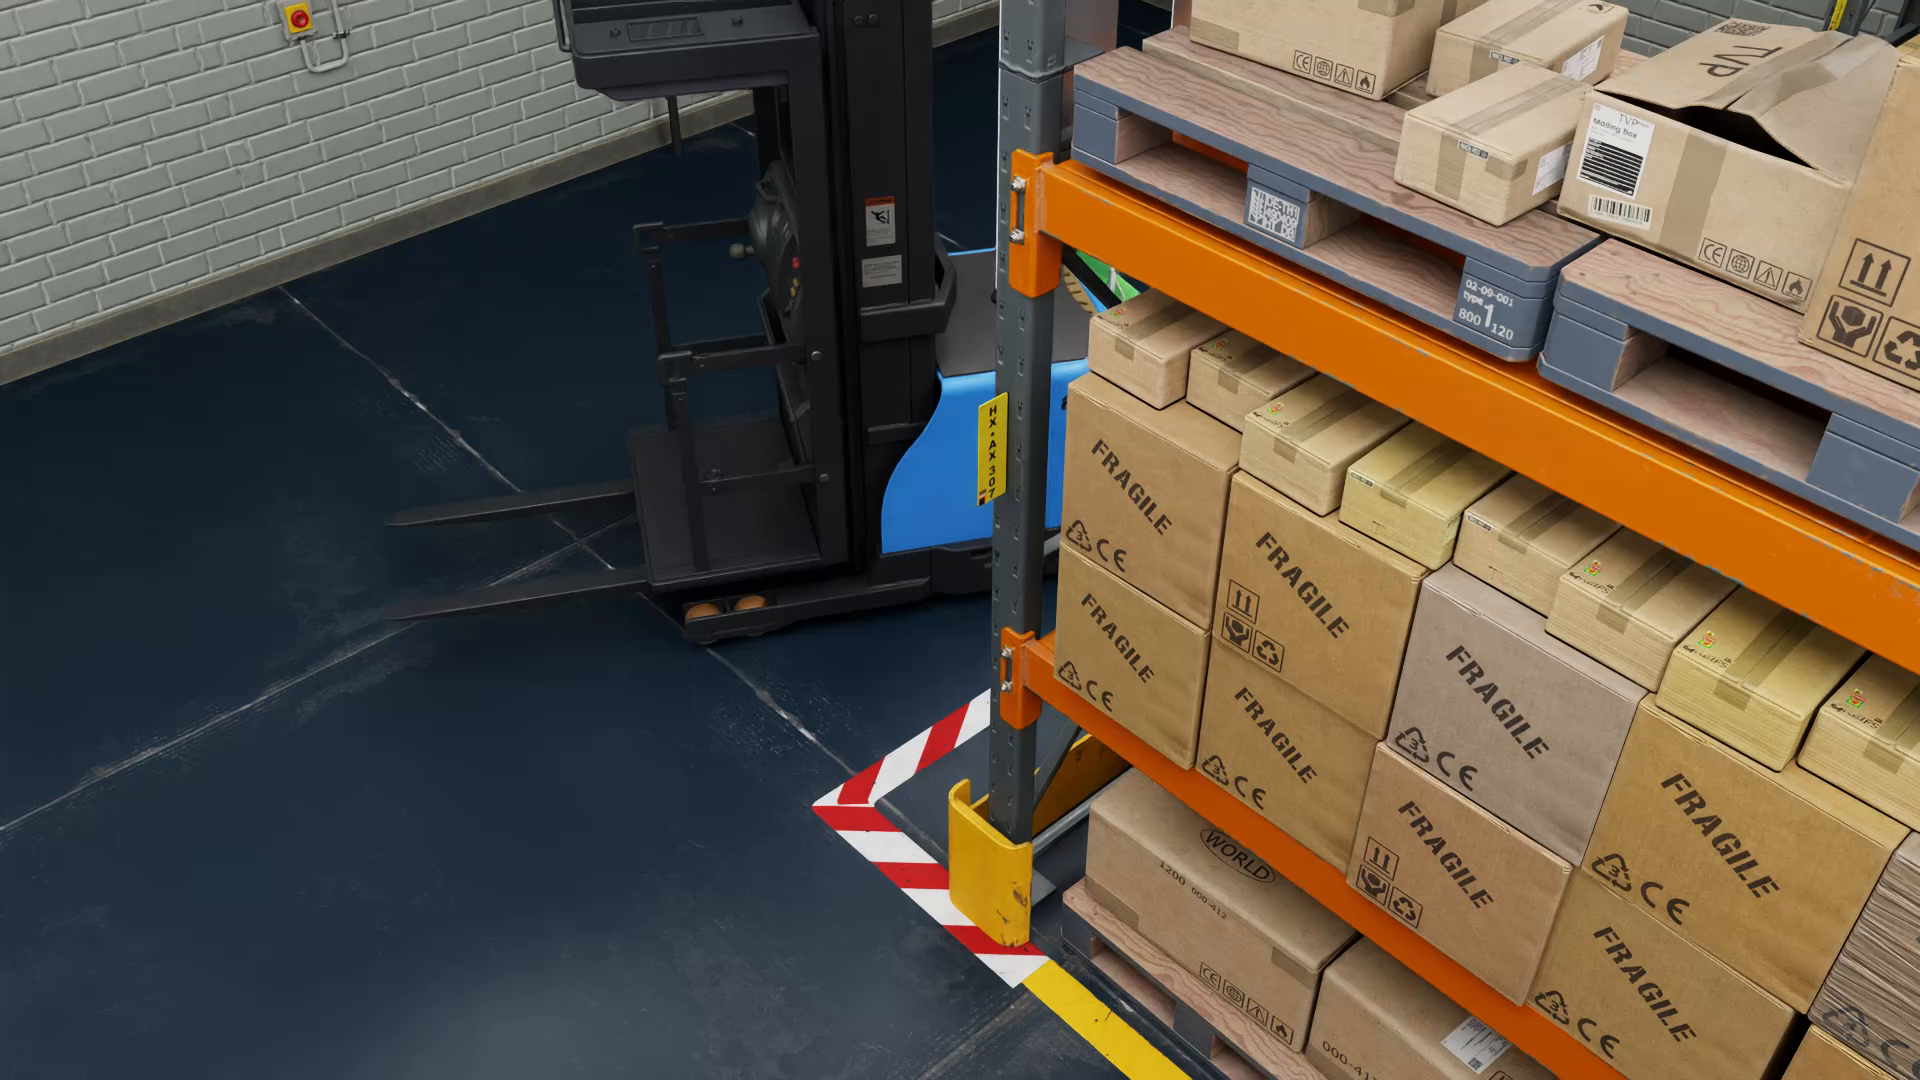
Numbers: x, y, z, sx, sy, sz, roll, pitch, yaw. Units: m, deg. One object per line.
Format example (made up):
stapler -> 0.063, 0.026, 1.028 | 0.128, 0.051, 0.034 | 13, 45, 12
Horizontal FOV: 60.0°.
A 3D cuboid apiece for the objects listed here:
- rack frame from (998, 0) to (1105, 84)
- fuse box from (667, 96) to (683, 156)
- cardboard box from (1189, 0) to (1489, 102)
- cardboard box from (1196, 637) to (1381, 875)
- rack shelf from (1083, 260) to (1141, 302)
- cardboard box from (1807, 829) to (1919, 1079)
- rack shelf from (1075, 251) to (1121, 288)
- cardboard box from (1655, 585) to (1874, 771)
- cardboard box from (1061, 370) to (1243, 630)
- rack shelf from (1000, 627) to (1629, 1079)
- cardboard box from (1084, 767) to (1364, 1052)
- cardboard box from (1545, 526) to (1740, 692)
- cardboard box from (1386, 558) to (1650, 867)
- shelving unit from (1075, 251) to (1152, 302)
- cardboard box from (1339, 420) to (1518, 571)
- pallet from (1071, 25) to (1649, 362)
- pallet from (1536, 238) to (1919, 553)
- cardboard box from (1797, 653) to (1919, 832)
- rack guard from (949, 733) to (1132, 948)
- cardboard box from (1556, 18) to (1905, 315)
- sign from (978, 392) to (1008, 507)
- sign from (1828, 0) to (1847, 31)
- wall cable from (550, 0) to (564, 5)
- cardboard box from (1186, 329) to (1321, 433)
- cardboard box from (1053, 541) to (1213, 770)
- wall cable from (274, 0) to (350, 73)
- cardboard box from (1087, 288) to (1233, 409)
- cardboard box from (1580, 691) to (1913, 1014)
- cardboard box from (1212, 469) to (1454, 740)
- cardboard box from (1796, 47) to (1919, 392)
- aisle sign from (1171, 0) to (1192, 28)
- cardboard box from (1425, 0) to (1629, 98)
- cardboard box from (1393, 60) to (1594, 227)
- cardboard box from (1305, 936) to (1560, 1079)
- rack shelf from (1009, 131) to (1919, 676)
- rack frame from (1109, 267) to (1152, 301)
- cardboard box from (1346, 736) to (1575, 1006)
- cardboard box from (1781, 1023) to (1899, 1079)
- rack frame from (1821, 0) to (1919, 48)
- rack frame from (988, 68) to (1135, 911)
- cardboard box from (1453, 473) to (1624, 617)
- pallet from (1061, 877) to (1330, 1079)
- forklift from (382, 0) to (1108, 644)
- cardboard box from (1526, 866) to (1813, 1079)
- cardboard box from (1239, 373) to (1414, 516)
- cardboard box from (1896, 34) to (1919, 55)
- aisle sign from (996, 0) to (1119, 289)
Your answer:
rack frame -> 0.499, -2.437, 3.105 | 1.000, 3.000, 0.127 | -30, 48, -32
fuse box -> -1.686, -3.026, 9.635 | 0.539, 1.711, 0.414 | -30, 48, -32
cardboard box -> 0.870, -1.244, 3.721 | 0.500, 0.250, 0.500 | 30, 47, 31
cardboard box -> 0.975, 0.425, 4.257 | 0.500, 0.500, 0.500 | -31, 48, -32
rack shelf -> 0.615, -1.066, 7.333 | 0.258, 0.148, 0.480 | -19, 43, -22
cardboard box -> 1.993, 0.750, 3.059 | 0.500, 0.500, 0.500 | -29, 47, -31
rack shelf -> 0.617, -1.254, 7.183 | 0.258, 0.148, 0.480 | -19, 43, -22
cardboard box -> 1.553, 0.235, 3.181 | 0.380, 0.149, 0.250 | -31, 48, -33
cardboard box -> 0.614, -0.187, 4.219 | 0.500, 0.500, 0.500 | -31, 48, -33
rack shelf -> 1.852, 1.103, 4.070 | 1.077, 0.370, 4.000 | -30, 48, -32
cardboard box -> 1.019, 0.994, 5.337 | 0.875, 0.438, 0.875 | -32, 49, -33
cardboard box -> 1.402, 0.106, 3.340 | 0.380, 0.149, 0.250 | -30, 47, -31
cardboard box -> 1.322, 0.284, 3.636 | 0.500, 0.500, 0.500 | -30, 48, -32
shelving unit -> 0.613, -0.929, 7.443 | 0.258, 1.200, 0.503 | -19, 43, -22
cardboard box -> 1.047, -0.127, 3.628 | 0.380, 0.149, 0.250 | -32, 49, -33
pallet -> 1.008, -0.896, 3.656 | 1.003, 0.211, 1.213 | -30, 48, -32
pallet -> 1.838, -0.332, 2.956 | 1.003, 0.211, 1.213 | -30, 48, -32
cardboard box -> 1.766, 0.335, 3.056 | 0.380, 0.149, 0.250 | -30, 48, -32
rack guard -> 0.483, 0.859, 5.789 | 1.175, 0.500, 0.348 | -30, 48, -32
cardboard box -> 1.474, -0.723, 3.028 | 0.500, 0.311, 0.500 | -29, 47, -31
sign -> 0.086, -0.237, 4.404 | 0.100, 0.325, 0.005 | -30, 48, -32
sign -> 3.753, -2.320, 7.046 | 0.100, 0.325, 0.005 | -30, 48, -32
wall cable -> -2.295, -3.706, 8.643 | 0.588, 1.984, 0.122 | -30, 48, -32
cardboard box -> 0.765, -0.410, 3.979 | 0.380, 0.149, 0.250 | -29, 47, -31
cardboard box -> 0.612, 0.202, 4.532 | 0.500, 0.500, 0.500 | -30, 48, -32
wall cable -> -3.332, -3.110, 7.880 | 0.585, 1.953, 0.123 | -30, 48, -32
cardboard box -> 0.535, -0.501, 4.091 | 0.380, 0.149, 0.250 | -29, 47, -31
cardboard box -> 1.660, 0.514, 3.351 | 0.500, 0.500, 0.500 | -30, 48, -32
cardboard box -> 0.968, 0.049, 3.927 | 0.500, 0.500, 0.500 | -31, 48, -33
cardboard box -> 1.752, -0.514, 2.619 | 0.500, 0.500, 0.500 | -29, 47, -31
aisle sign -> 0.679, -1.279, 4.377 | 0.394, 0.787, 0.004 | -30, 48, -32
cardboard box -> 1.212, -1.044, 3.554 | 0.250, 0.149, 0.380 | 30, 48, 32
cardboard box -> 1.065, -0.773, 3.219 | 0.380, 0.149, 0.250 | -28, 47, -30
cardboard box -> 1.644, 1.414, 4.817 | 0.875, 0.438, 0.875 | -29, 47, -31
rack shelf -> 1.852, -0.064, 3.127 | 1.077, 0.370, 4.000 | -30, 48, -32
rack frame -> 0.731, -0.794, 7.277 | 0.240, 1.200, 0.015 | -19, 43, -22
cardboard box -> 1.305, 0.668, 3.956 | 0.500, 0.500, 0.500 | -30, 48, -32
cardboard box -> 1.999, 1.141, 3.370 | 0.500, 0.500, 0.500 | -31, 48, -32
rack frame -> 4.153, -2.214, 7.604 | 1.000, 3.000, 0.127 | -30, 48, -32
rack frame -> 0.499, -0.103, 4.990 | 1.000, 3.000, 0.127 | -30, 48, -32
cardboard box -> 1.264, -0.028, 3.505 | 0.380, 0.149, 0.250 | -29, 47, -31
pallet -> 1.097, 1.319, 5.449 | 1.003, 0.211, 1.213 | -30, 48, -32
forklift -> -0.873, -1.087, 6.263 | 3.031, 2.935, 1.130 | -9, 40, -11
cardboard box -> 1.657, 0.893, 3.678 | 0.500, 0.500, 0.500 | -28, 47, -30
cardboard box -> 0.856, -0.241, 3.769 | 0.380, 0.149, 0.250 | -28, 47, -31
cardboard box -> 4.261, -1.947, 7.156 | 0.500, 0.250, 0.500 | -30, 47, -32
aisle sign -> 0.237, -1.024, 4.062 | 0.394, 0.787, 0.004 | -30, 48, -32
